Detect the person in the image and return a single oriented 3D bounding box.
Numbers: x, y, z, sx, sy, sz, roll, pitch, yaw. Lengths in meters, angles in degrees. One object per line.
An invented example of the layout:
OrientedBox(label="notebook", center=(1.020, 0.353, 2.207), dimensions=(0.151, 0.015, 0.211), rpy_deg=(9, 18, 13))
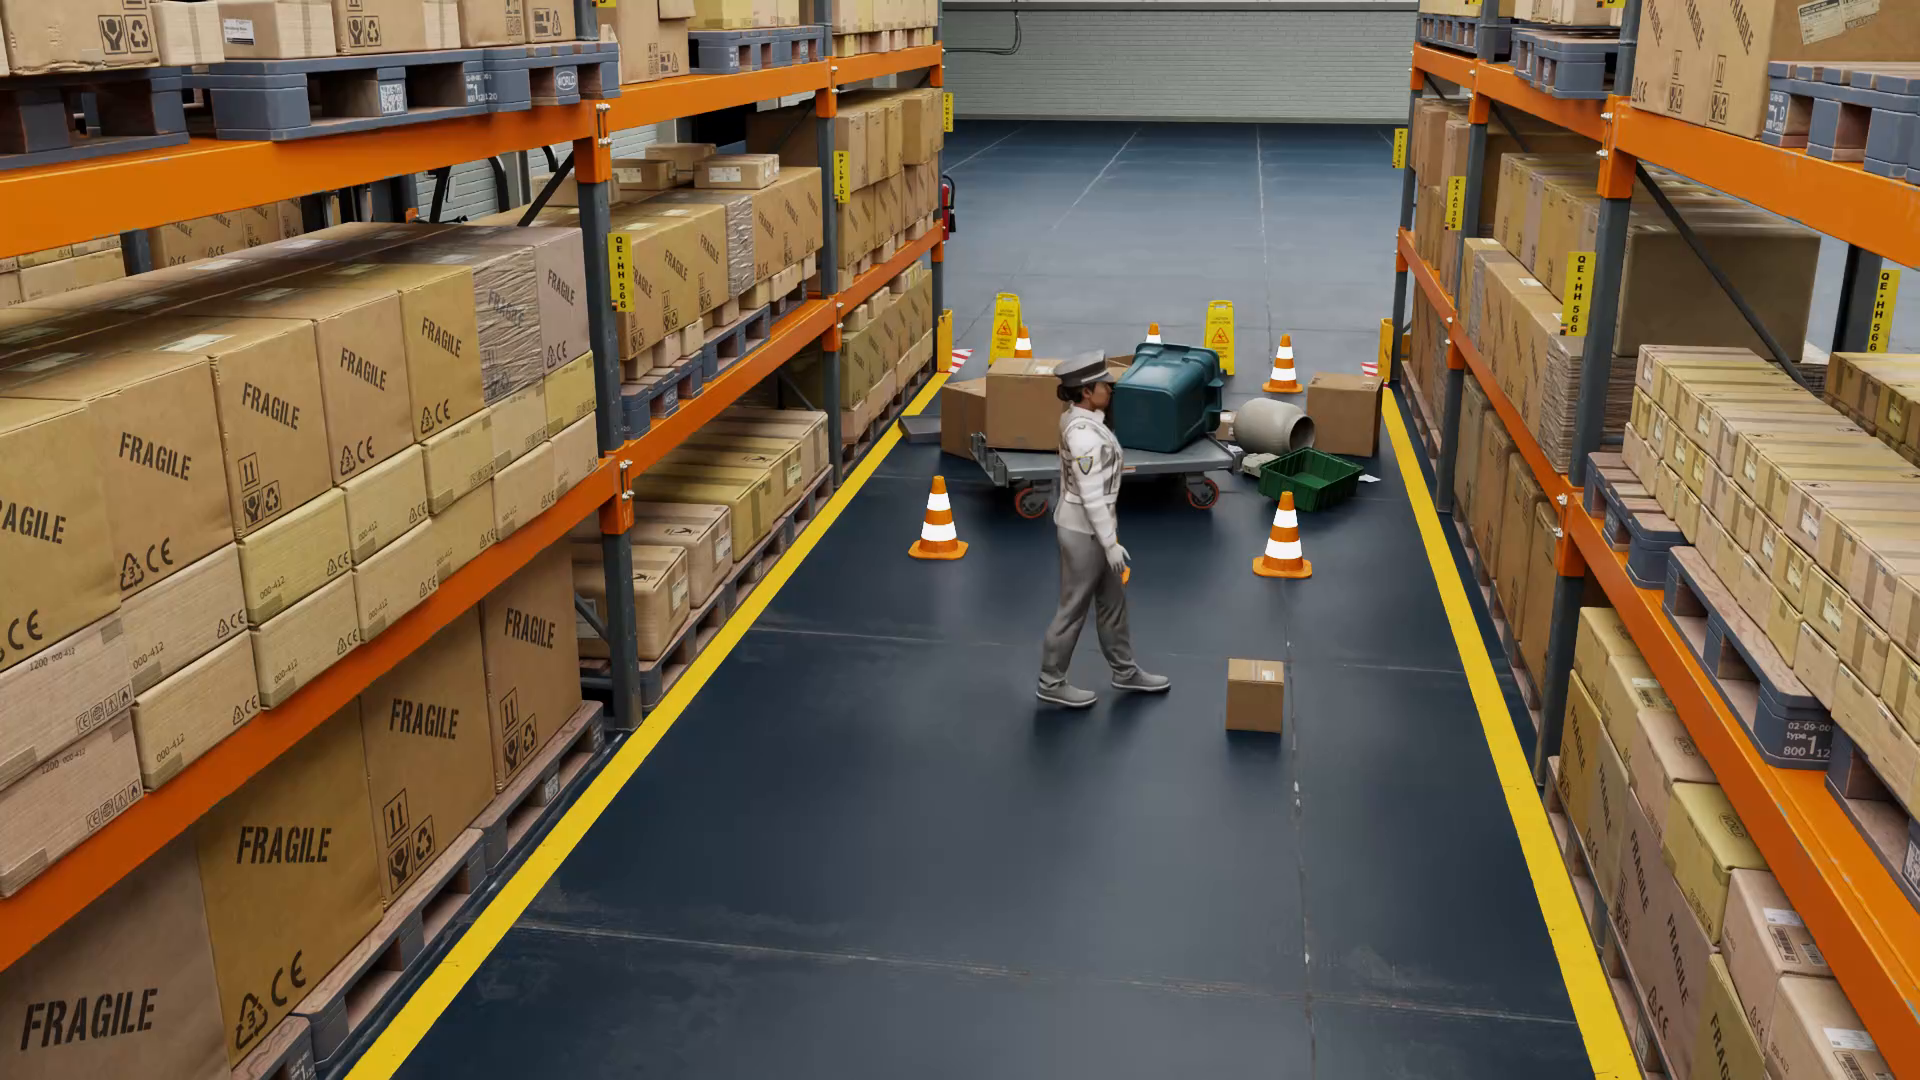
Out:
OrientedBox(label="person", center=(0.680, -0.036, 7.590), dimensions=(0.642, 1.682, 0.503), rpy_deg=(1, 18, 3))
